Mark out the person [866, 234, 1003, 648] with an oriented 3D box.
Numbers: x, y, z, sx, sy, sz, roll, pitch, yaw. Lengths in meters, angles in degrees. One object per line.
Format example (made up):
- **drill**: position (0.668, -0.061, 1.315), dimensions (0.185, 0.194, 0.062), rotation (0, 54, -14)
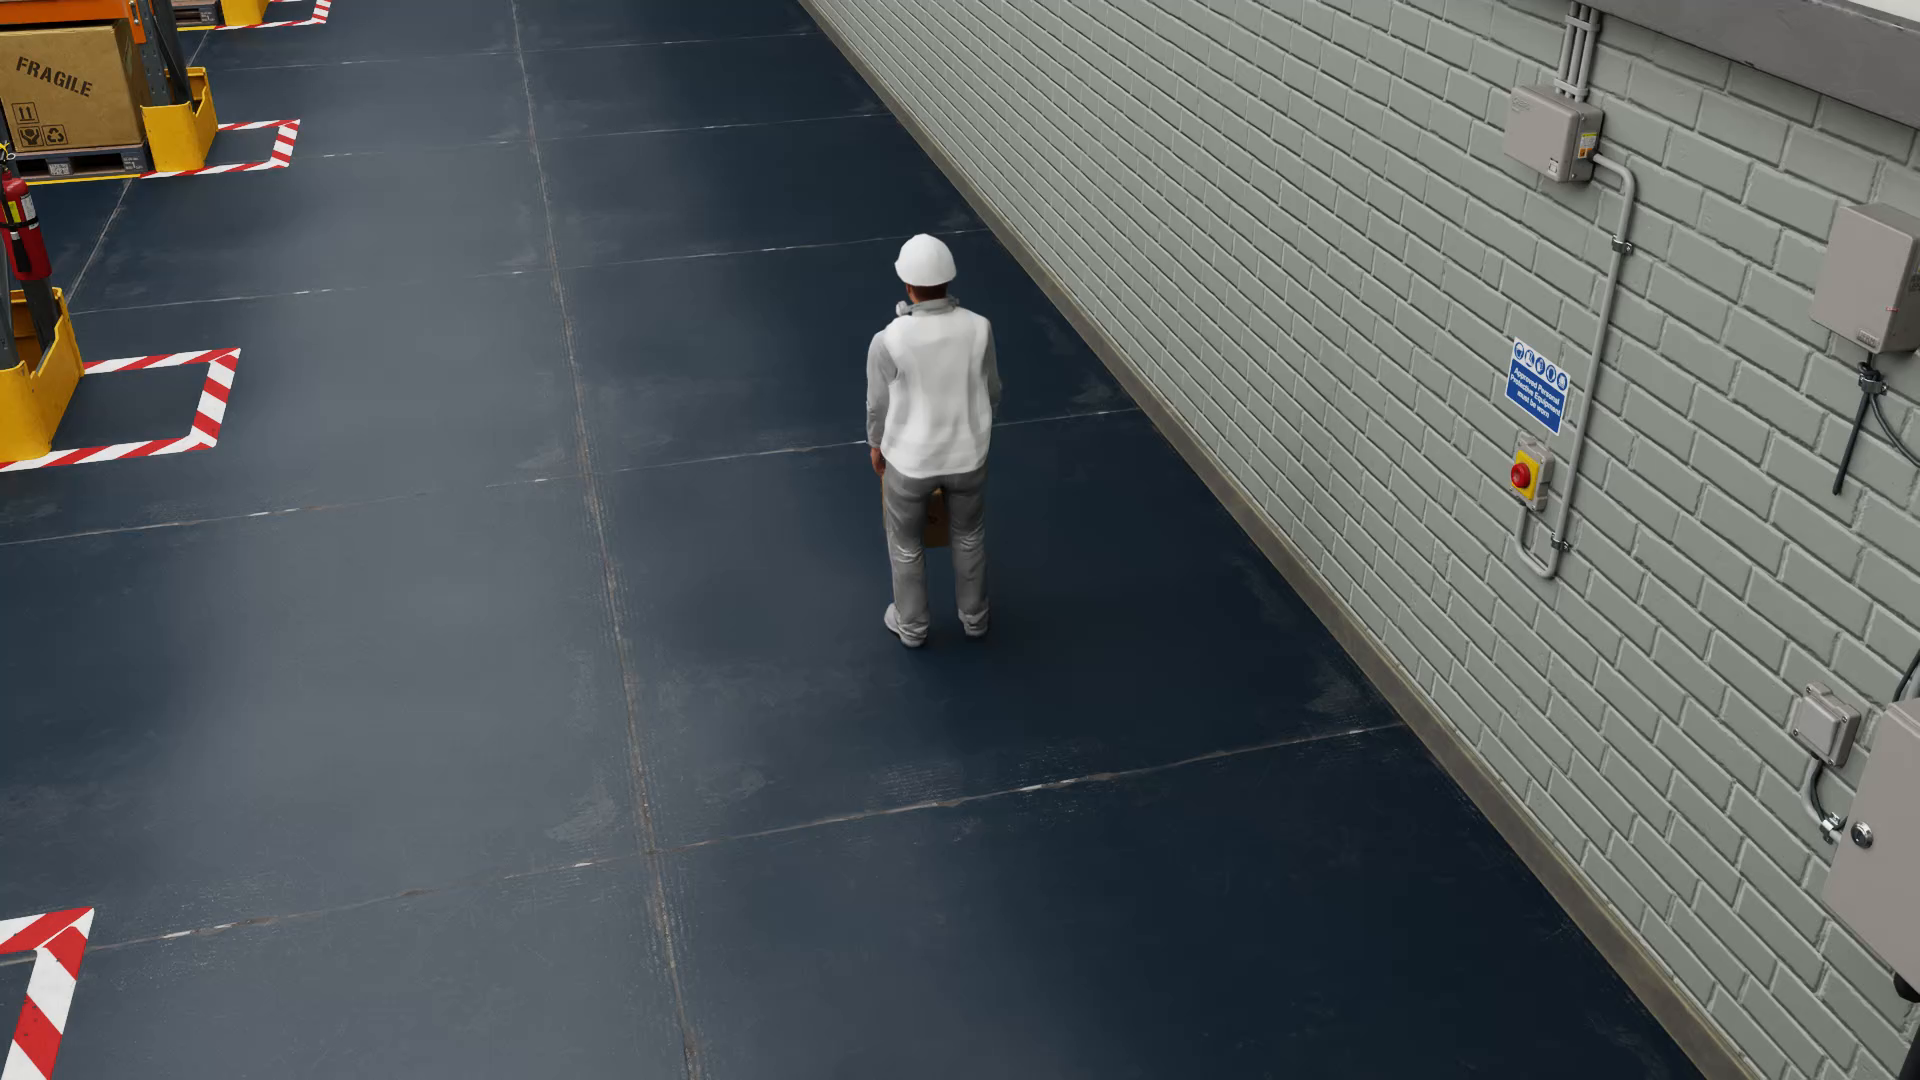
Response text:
- **person**: position (-0.105, -0.367, 6.734), dimensions (0.561, 1.775, 0.435), rotation (-9, 31, -15)
